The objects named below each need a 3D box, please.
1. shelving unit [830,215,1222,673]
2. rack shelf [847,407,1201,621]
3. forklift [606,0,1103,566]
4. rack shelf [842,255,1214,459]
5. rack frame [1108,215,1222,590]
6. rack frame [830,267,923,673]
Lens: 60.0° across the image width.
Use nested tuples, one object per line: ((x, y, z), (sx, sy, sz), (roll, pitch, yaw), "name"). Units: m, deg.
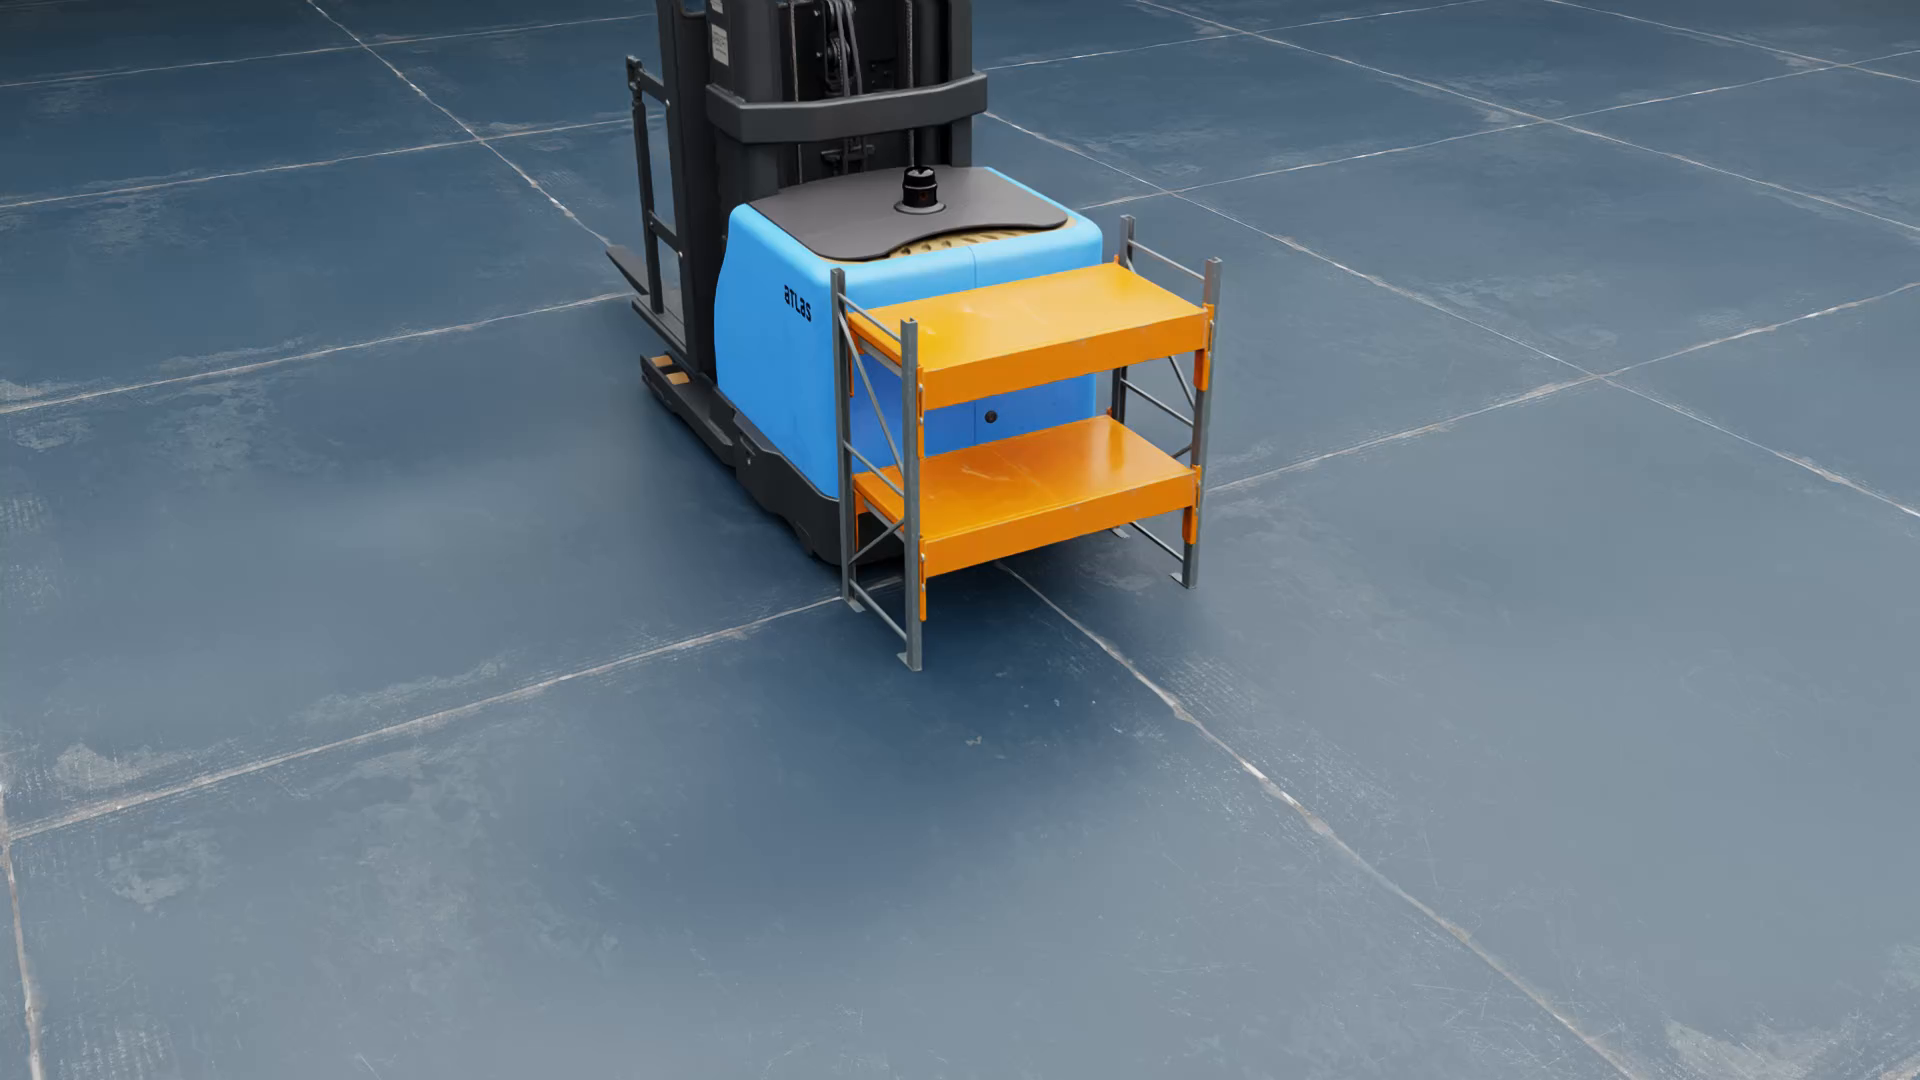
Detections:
((0.198, -0.318, 5.161), (1.048, 1.125, 0.538), (-15, 32, -25), "shelving unit")
((0.198, -0.104, 5.279), (1.000, 0.278, 0.538), (-15, 32, -25), "rack shelf")
((-0.650, -1.881, 6.124), (1.130, 2.935, 3.031), (-14, 32, -24), "forklift")
((0.198, -0.574, 5.020), (1.000, 0.278, 0.538), (-15, 32, -25), "rack shelf")
((0.643, -0.436, 5.376), (0.032, 1.125, 0.500), (-15, 32, -25), "rack frame")
((-0.247, -0.199, 4.947), (0.032, 1.125, 0.500), (-15, 32, -25), "rack frame")
